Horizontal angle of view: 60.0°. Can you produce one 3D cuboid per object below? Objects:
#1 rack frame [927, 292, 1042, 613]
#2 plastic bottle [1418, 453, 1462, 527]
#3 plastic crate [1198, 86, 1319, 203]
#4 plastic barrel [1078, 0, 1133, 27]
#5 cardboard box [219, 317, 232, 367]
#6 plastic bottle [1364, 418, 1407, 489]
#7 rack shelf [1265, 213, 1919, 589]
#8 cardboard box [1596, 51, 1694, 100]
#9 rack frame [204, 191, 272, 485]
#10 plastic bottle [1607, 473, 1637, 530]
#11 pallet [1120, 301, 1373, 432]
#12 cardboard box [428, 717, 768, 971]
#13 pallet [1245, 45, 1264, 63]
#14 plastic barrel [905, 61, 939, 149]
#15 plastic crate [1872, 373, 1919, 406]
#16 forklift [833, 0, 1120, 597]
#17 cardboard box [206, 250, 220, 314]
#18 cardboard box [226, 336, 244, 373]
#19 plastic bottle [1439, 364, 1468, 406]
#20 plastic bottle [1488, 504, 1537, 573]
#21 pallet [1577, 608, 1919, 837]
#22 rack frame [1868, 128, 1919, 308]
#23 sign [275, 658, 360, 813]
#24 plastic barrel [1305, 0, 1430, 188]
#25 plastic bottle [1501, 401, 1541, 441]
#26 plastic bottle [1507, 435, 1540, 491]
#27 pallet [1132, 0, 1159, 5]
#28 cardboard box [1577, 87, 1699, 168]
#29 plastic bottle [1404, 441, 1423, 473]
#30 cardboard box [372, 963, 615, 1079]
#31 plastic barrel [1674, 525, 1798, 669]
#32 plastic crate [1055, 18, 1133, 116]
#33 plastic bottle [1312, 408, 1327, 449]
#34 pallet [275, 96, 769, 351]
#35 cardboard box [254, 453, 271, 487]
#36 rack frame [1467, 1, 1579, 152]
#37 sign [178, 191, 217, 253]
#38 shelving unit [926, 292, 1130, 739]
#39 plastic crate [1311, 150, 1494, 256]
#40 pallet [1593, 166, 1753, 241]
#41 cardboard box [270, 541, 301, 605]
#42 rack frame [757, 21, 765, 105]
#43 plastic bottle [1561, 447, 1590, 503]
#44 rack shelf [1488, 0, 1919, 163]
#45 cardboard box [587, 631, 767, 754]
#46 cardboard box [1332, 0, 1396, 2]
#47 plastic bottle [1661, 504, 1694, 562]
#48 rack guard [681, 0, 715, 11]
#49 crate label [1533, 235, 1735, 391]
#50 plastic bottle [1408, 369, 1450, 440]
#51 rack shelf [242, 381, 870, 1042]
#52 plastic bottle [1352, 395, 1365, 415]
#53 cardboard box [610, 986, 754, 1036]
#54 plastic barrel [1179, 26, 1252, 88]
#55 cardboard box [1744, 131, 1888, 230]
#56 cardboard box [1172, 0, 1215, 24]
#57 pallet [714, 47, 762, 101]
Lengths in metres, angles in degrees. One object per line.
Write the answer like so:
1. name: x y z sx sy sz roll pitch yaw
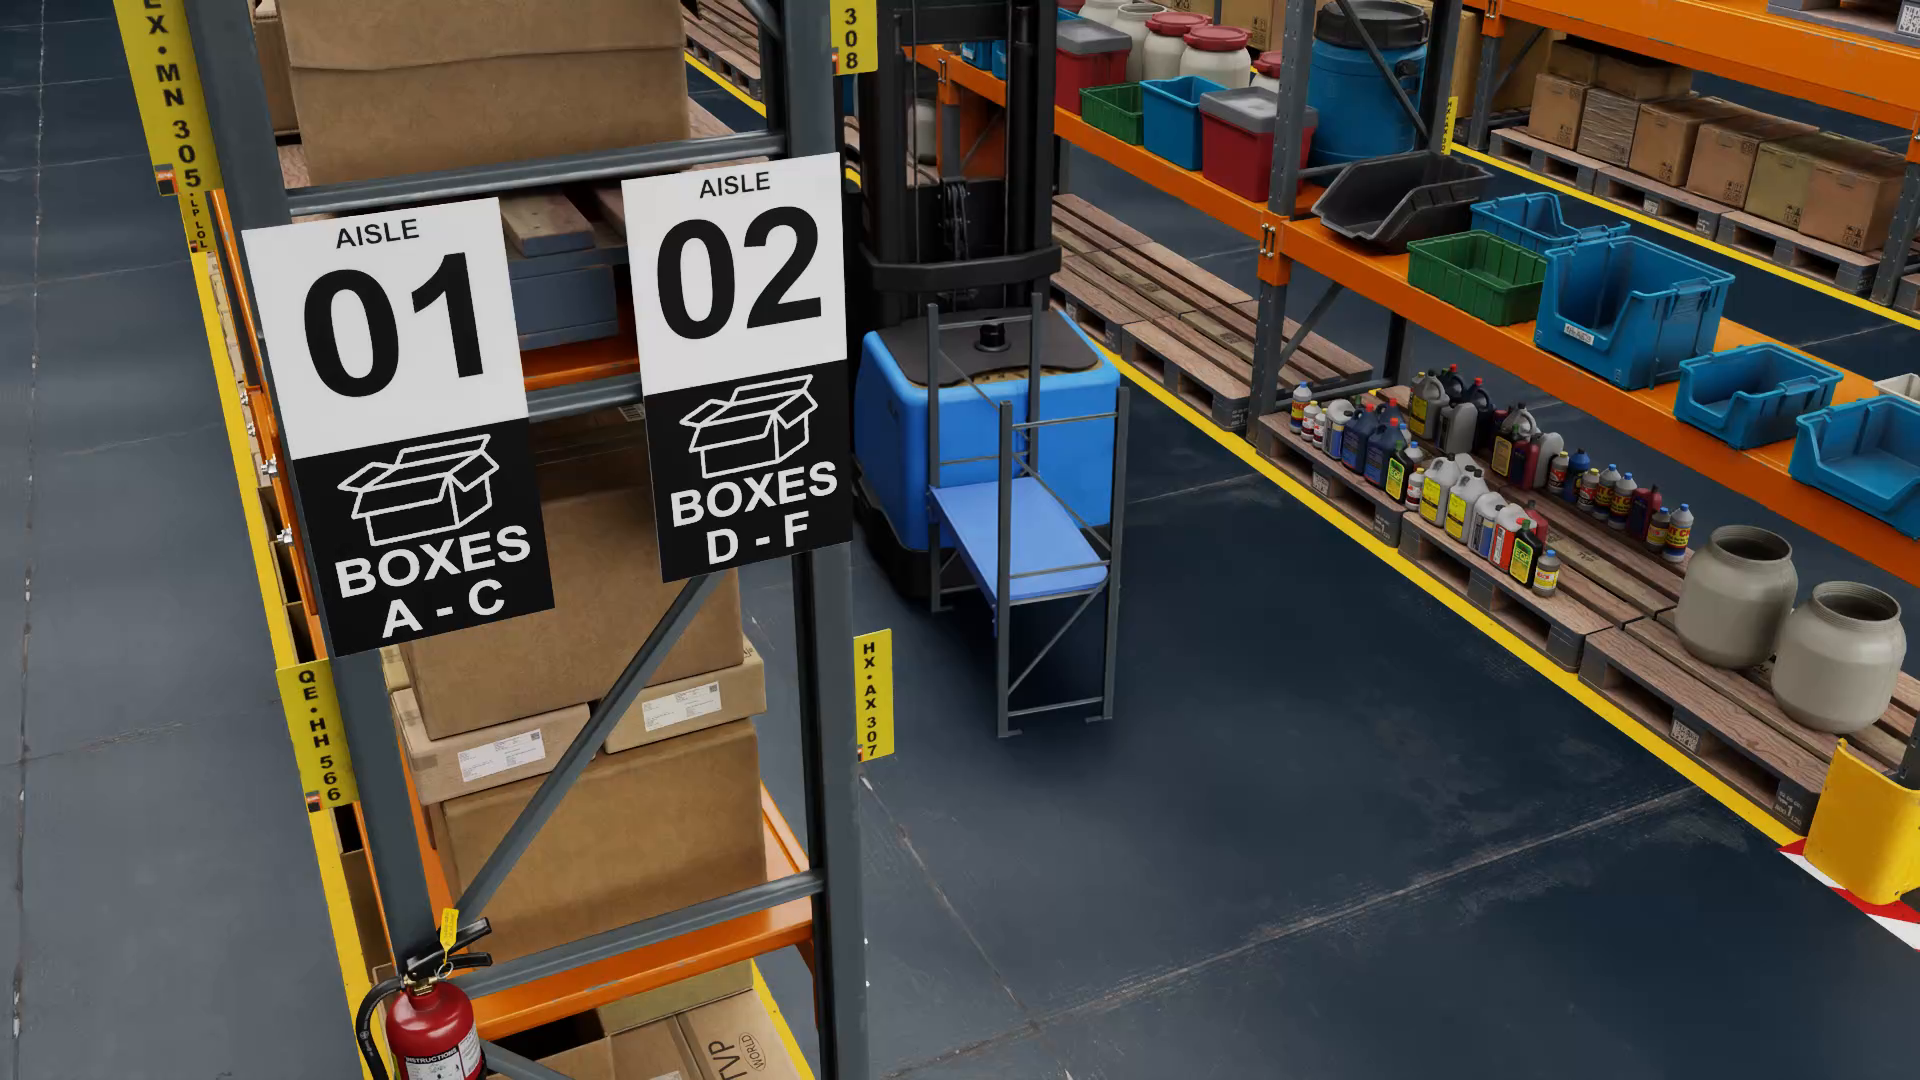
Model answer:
1. rack frame: 0.105 -0.358 7.355 0.500 1.500 0.032 -8 30 -14
2. plastic bottle: 2.297 -0.259 7.904 0.144 0.351 0.185 -13 32 -22
3. plastic crate: 1.577 -2.115 8.890 0.402 0.464 0.583 -13 32 -22
4. plastic barrel: 0.979 -3.344 11.032 0.421 0.512 0.421 0 29 0
5. cardboard box: -3.955 -1.135 9.590 0.500 0.250 0.500 -14 32 -23
6. plastic bottle: 2.114 -0.447 8.239 0.144 0.351 0.185 -15 32 -24
7. rack shelf: 2.920 -0.740 7.239 1.077 0.370 4.000 -13 32 -22
8. cardboard box: 5.369 -3.651 13.034 0.500 0.250 0.500 -9 31 -16
9. rack frame: -2.414 -0.899 6.787 1.000 3.000 0.127 -13 32 -22
10. plastic bottle: 3.135 -0.190 7.862 0.097 0.271 0.097 0 29 0
11. pallet: 1.689 -1.060 9.925 1.003 0.211 1.213 -13 32 -22
12. cardboard box: -0.886 0.615 3.984 0.700 0.500 0.500 -13 32 -22
13. pallet: 3.500 -4.970 16.898 1.003 0.211 1.213 -13 32 -22
14. plastic barrel: -0.366 -3.547 13.545 0.600 0.588 0.708 -13 32 -22
15. plastic crate: 3.685 -0.519 6.378 0.298 0.136 0.250 -13 32 -22
16. forklift: -0.164 -1.724 8.328 1.130 2.935 3.031 -8 30 -14
17. cardboard box: -4.171 -1.602 9.848 0.500 0.311 0.500 -12 31 -20
18. cardboard box: -3.500 -0.919 8.630 0.500 0.311 0.500 -13 32 -23
19. plastic bottle: 2.598 -0.750 8.780 0.144 0.351 0.185 -14 32 -23
20. plastic bottle: 2.511 -0.011 7.538 0.152 0.276 0.135 -13 32 -22
21. pallet: 3.360 0.662 6.854 1.003 0.211 1.213 -13 32 -22
22. rack frame: 6.535 -2.978 10.493 1.000 3.000 0.127 -13 32 -22
23. sign: -1.193 0.367 3.102 0.100 0.325 0.005 -13 32 -22
24. plastic barrel: 2.169 -2.391 8.934 0.600 0.901 0.708 -13 32 -22
25. plastic bottle: 2.819 -0.523 8.374 0.144 0.351 0.185 -13 32 -22
26. plastic bottle: 2.789 -0.398 8.221 0.061 0.283 0.133 -13 32 -22
27. pallet: 2.317 -6.187 19.068 1.003 0.211 1.213 -13 32 -22
28. cardboard box: 5.373 -3.312 13.196 0.700 0.500 0.500 -16 33 -26
29. plastic bottle: 2.211 -0.355 8.157 0.097 0.271 0.097 0 29 0
30. cardboard box: -1.196 1.382 4.333 0.500 0.500 0.500 -13 32 -22
31. plastic barrel: 3.212 0.235 6.878 0.421 0.512 0.421 0 29 0
32. plastic crate: 0.762 -2.954 10.387 0.402 0.464 0.583 -13 32 -22
33. plastic bottle: 1.890 -0.586 8.640 0.097 0.201 0.097 0 29 0
34. pallet: -0.977 -0.720 3.490 1.003 0.211 1.213 -13 32 -22
35. cardboard box: -2.847 -0.246 7.431 0.500 0.311 0.500 -13 32 -22
36. rack frame: 4.818 -4.745 13.644 1.000 3.000 0.127 -13 32 -22
37. sign: -2.900 -1.252 6.312 0.100 0.325 0.005 -13 32 -22
38. shelving unit: 0.246 -0.119 6.929 0.538 1.500 1.048 -8 30 -14
39. plastic crate: 2.171 -1.653 8.194 0.767 0.338 0.504 -13 32 -22
40. pallet: 5.671 -2.645 12.751 1.003 0.211 1.213 -13 32 -22
41. cardboard box: -2.276 0.280 6.300 0.500 0.500 0.500 -13 32 -22
42. rack frame: -1.373 -5.472 14.941 1.000 3.000 0.127 -13 32 -22
43. plastic bottle: 3.005 -0.324 8.101 0.097 0.271 0.097 0 29 0
44. rack shelf: 5.676 -3.547 12.245 1.077 0.370 4.000 -13 32 -22
45. cardboard box: -0.671 0.323 3.842 0.380 0.149 0.250 -13 32 -22
46. cardboard box: 4.164 -4.706 15.318 1.225 0.875 0.875 -13 32 -22
47. plastic bottle: 3.282 -0.039 7.592 0.097 0.271 0.097 0 29 0
48. rack guard: -3.112 -6.156 18.717 1.175 0.500 0.348 -13 32 -22
49. crate label: 2.744 -0.942 6.828 0.502 0.435 0.616 -13 32 -22
50. plastic bottle: 2.468 -0.720 8.726 0.144 0.351 0.185 -13 32 -22
51. rack shelf: -1.555 0.298 5.387 1.077 0.370 4.000 -13 32 -22
52. plastic bottle: 2.062 -0.598 8.576 0.061 0.283 0.133 -13 32 -22
53. cardboard box: -0.944 1.380 5.104 0.500 0.250 0.500 -13 32 -22
54. plastic barrel: 1.534 -2.790 10.019 0.433 0.535 0.433 0 29 0
55. cardboard box: 6.103 -2.570 11.872 0.700 0.500 0.500 -13 32 -22
56. cardboard box: 2.889 -6.076 17.762 0.875 0.875 0.875 -13 32 -22
57. pallet: -1.724 -4.572 16.188 1.003 0.211 1.213 -13 32 -22
